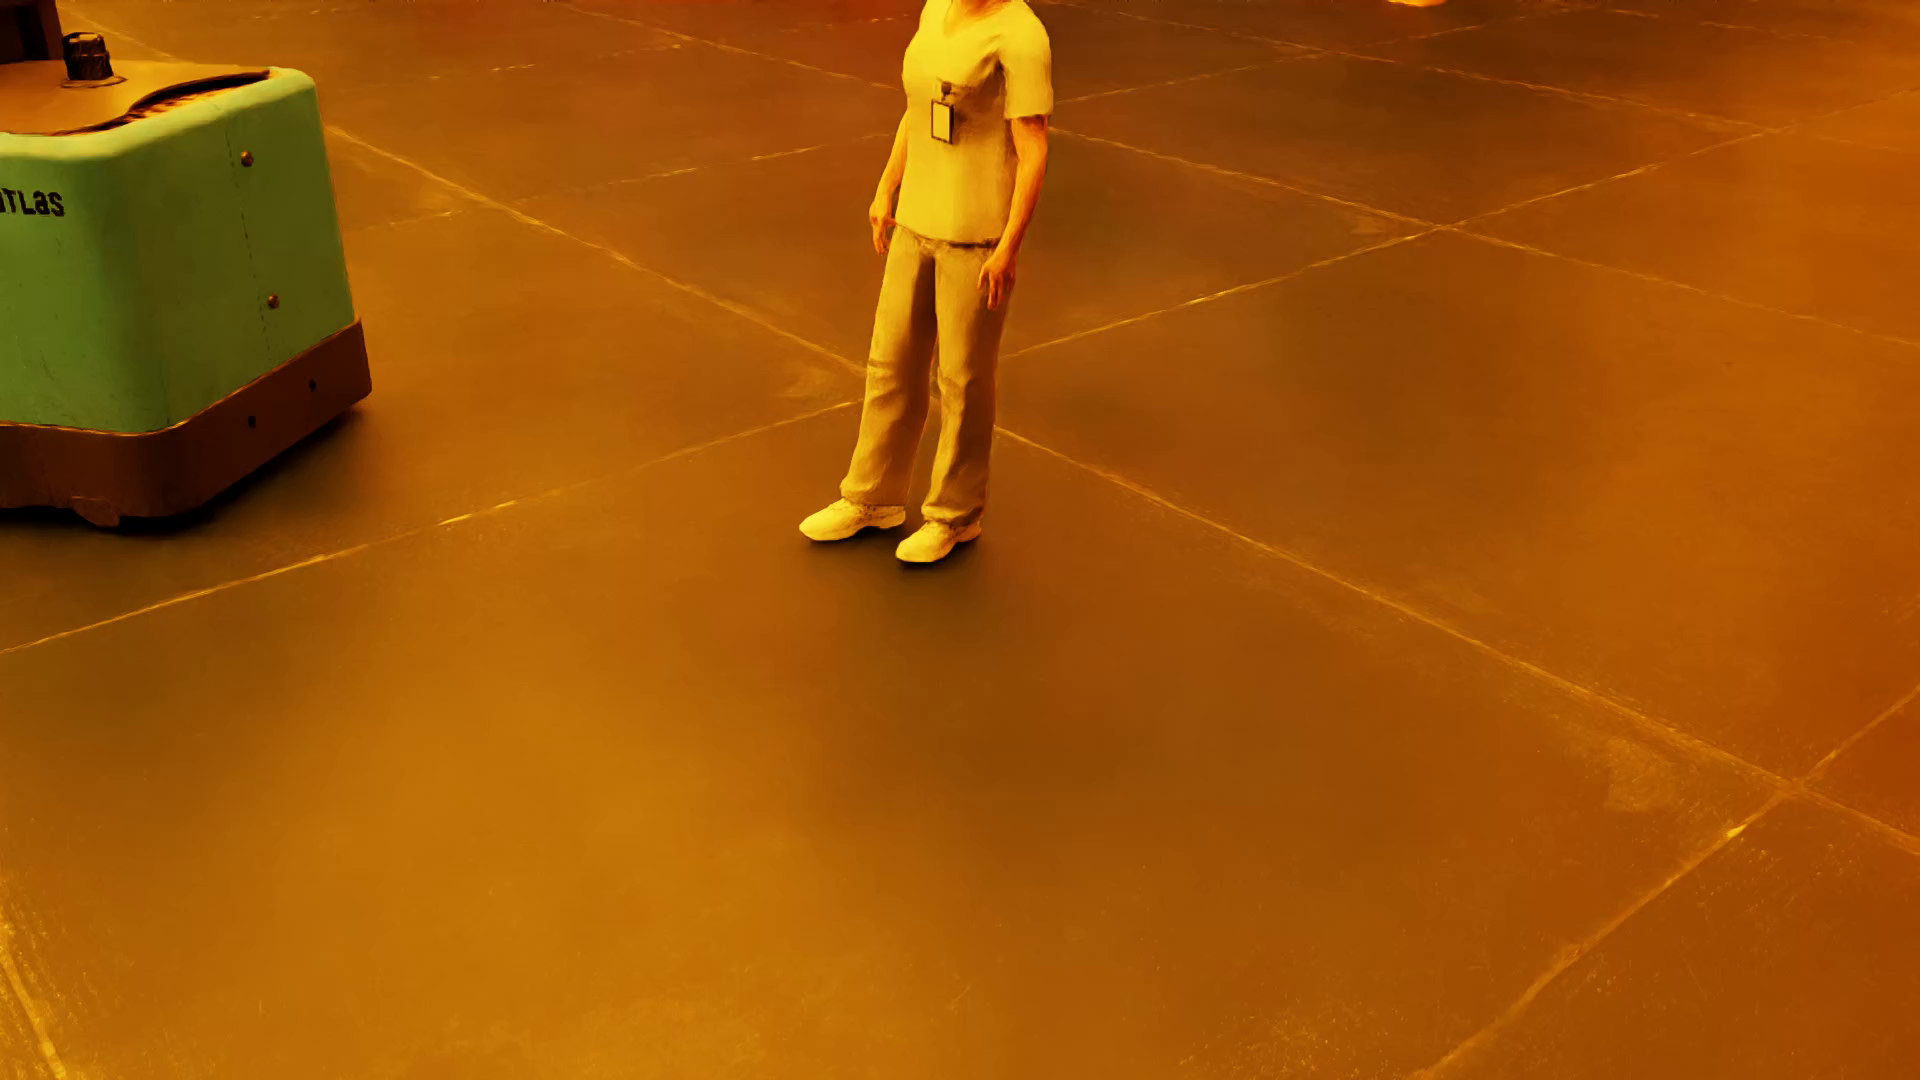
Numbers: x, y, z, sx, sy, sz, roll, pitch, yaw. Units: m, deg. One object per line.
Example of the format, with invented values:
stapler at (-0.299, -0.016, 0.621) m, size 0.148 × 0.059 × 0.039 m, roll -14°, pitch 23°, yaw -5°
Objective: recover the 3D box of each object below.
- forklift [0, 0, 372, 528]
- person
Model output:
forklift at (-3.444, -1.679, 4.588) m, size 3.031 × 2.935 × 1.130 m, roll 6°, pitch 27°, yaw 12°
person at (-0.065, -0.741, 4.092) m, size 0.548 × 1.674 × 0.550 m, roll -20°, pitch 33°, yaw -35°
